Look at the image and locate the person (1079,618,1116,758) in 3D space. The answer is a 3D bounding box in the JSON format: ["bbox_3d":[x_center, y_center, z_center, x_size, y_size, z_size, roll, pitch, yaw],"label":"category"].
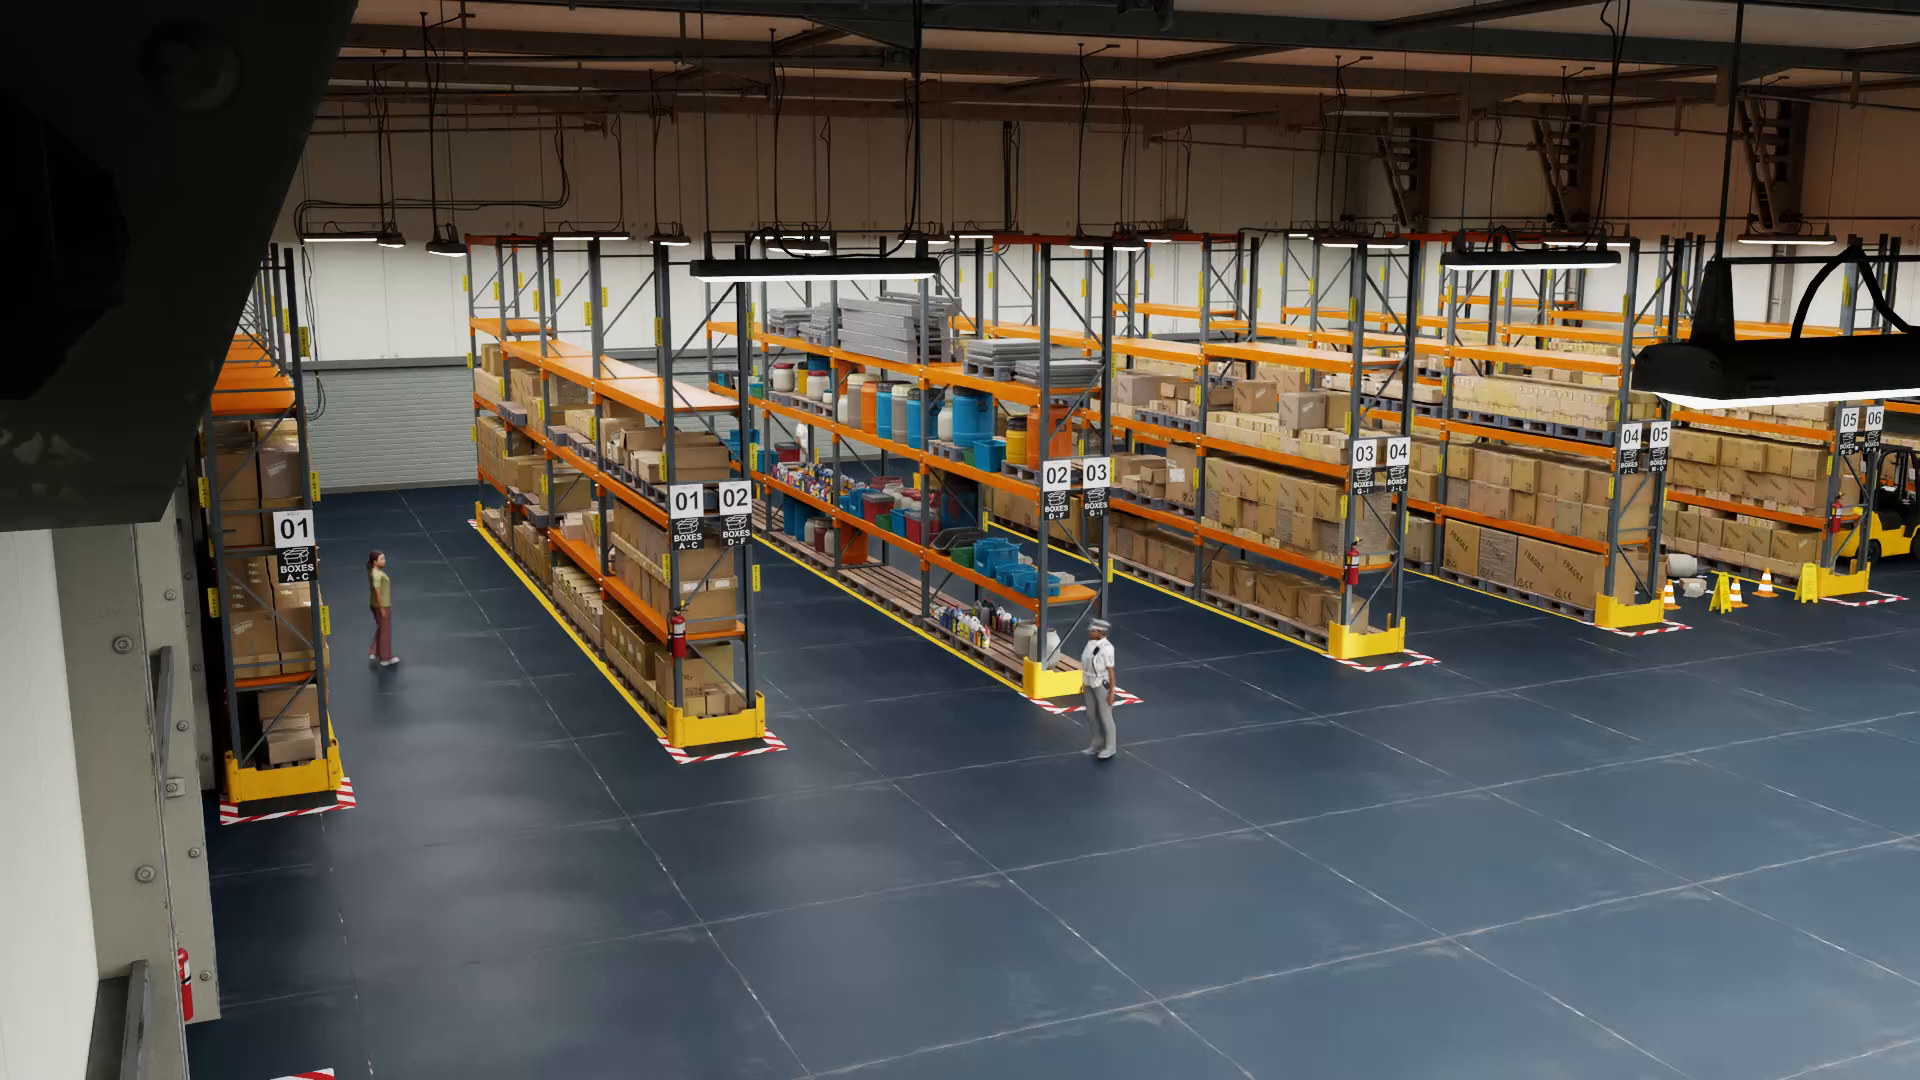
[{"bbox_3d":[1.647,1.762,19.703,0.398,1.724,0.582,-8,14,-36],"label":"person"}]

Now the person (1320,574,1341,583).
[{"bbox_3d":[6.622,-0.065,29.283,0.510,1.701,0.322,7,13,34],"label":"person"}]

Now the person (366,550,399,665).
[{"bbox_3d":[-8.276,0.955,23.773,0.401,1.674,0.453,-10,15,-43],"label":"person"}]

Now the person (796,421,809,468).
[{"bbox_3d":[-3.874,-2.265,40.524,0.911,1.609,0.549,-1,11,-7],"label":"person"}]
